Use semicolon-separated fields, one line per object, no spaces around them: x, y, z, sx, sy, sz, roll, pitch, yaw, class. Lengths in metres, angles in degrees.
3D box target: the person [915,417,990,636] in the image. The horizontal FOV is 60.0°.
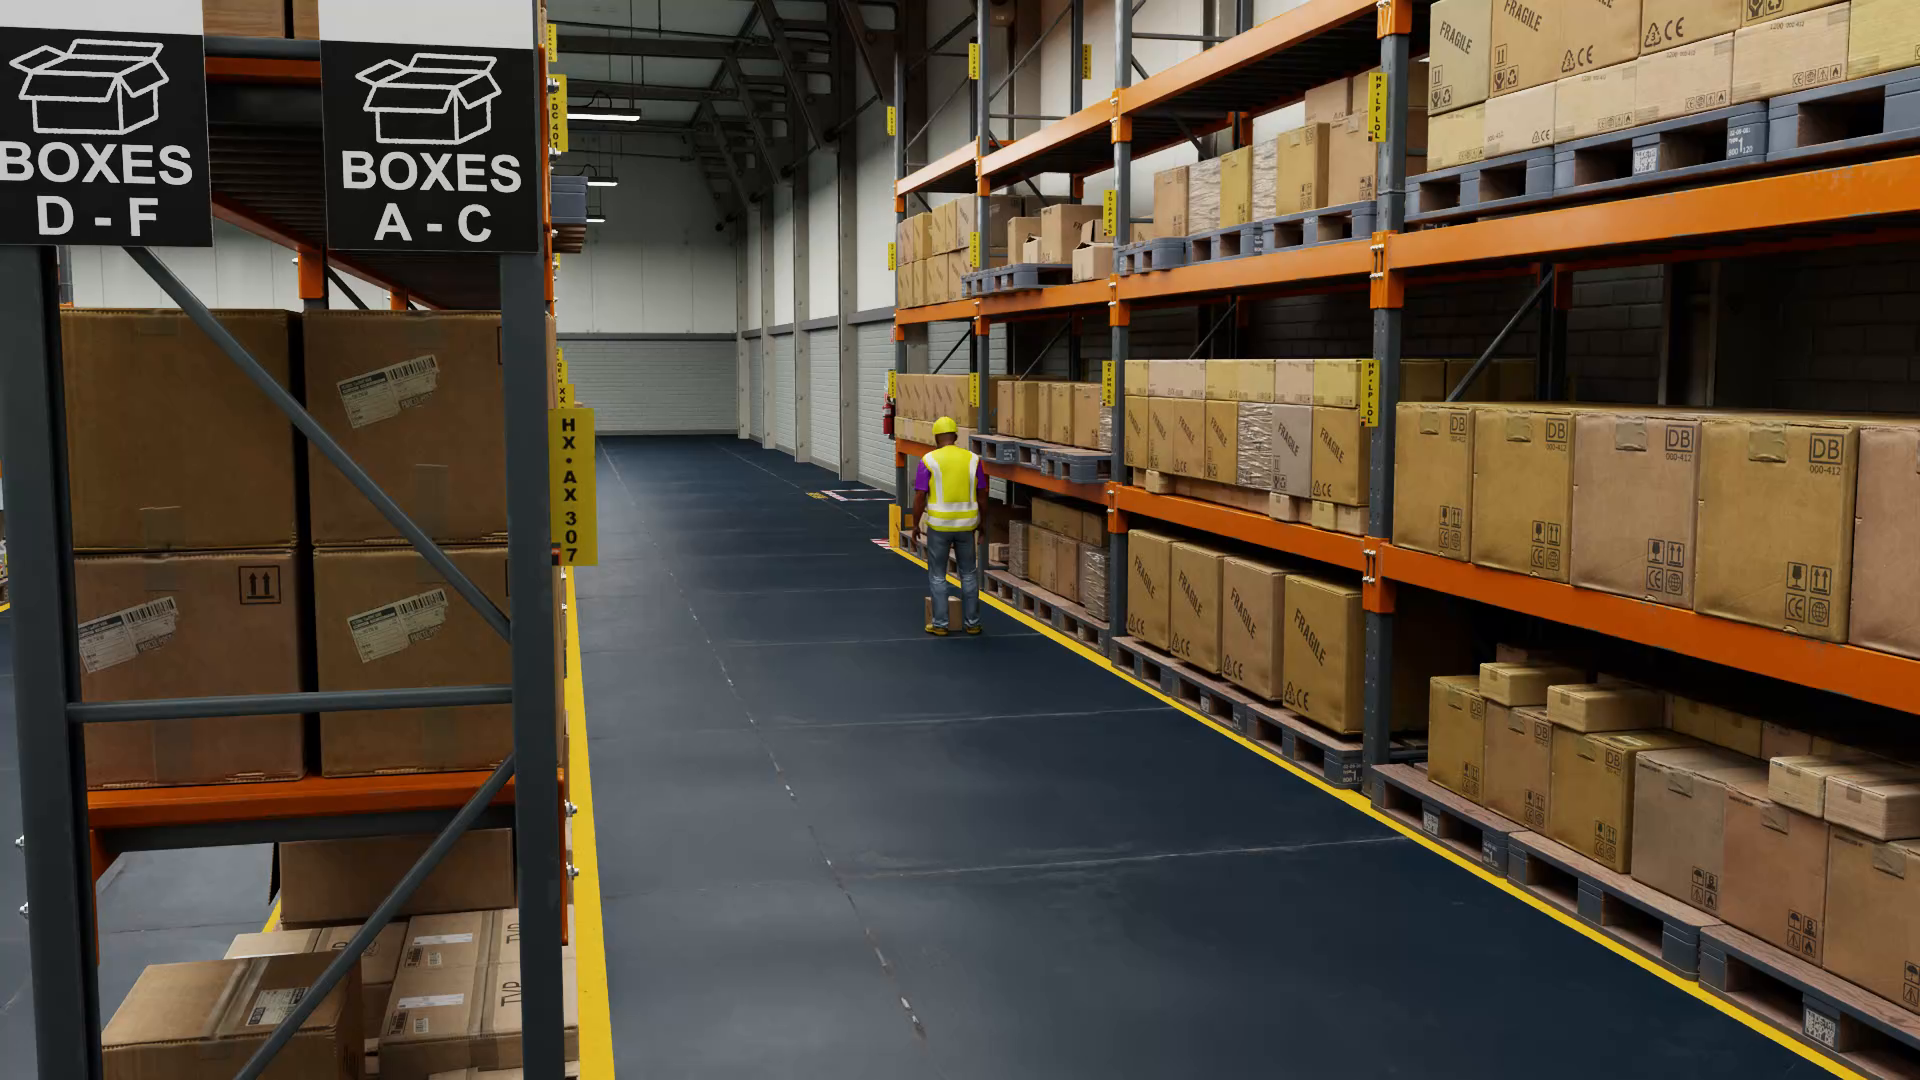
-0.067;-0.116;13.462;0.630;1.760;0.461;-2;6;-17;person
